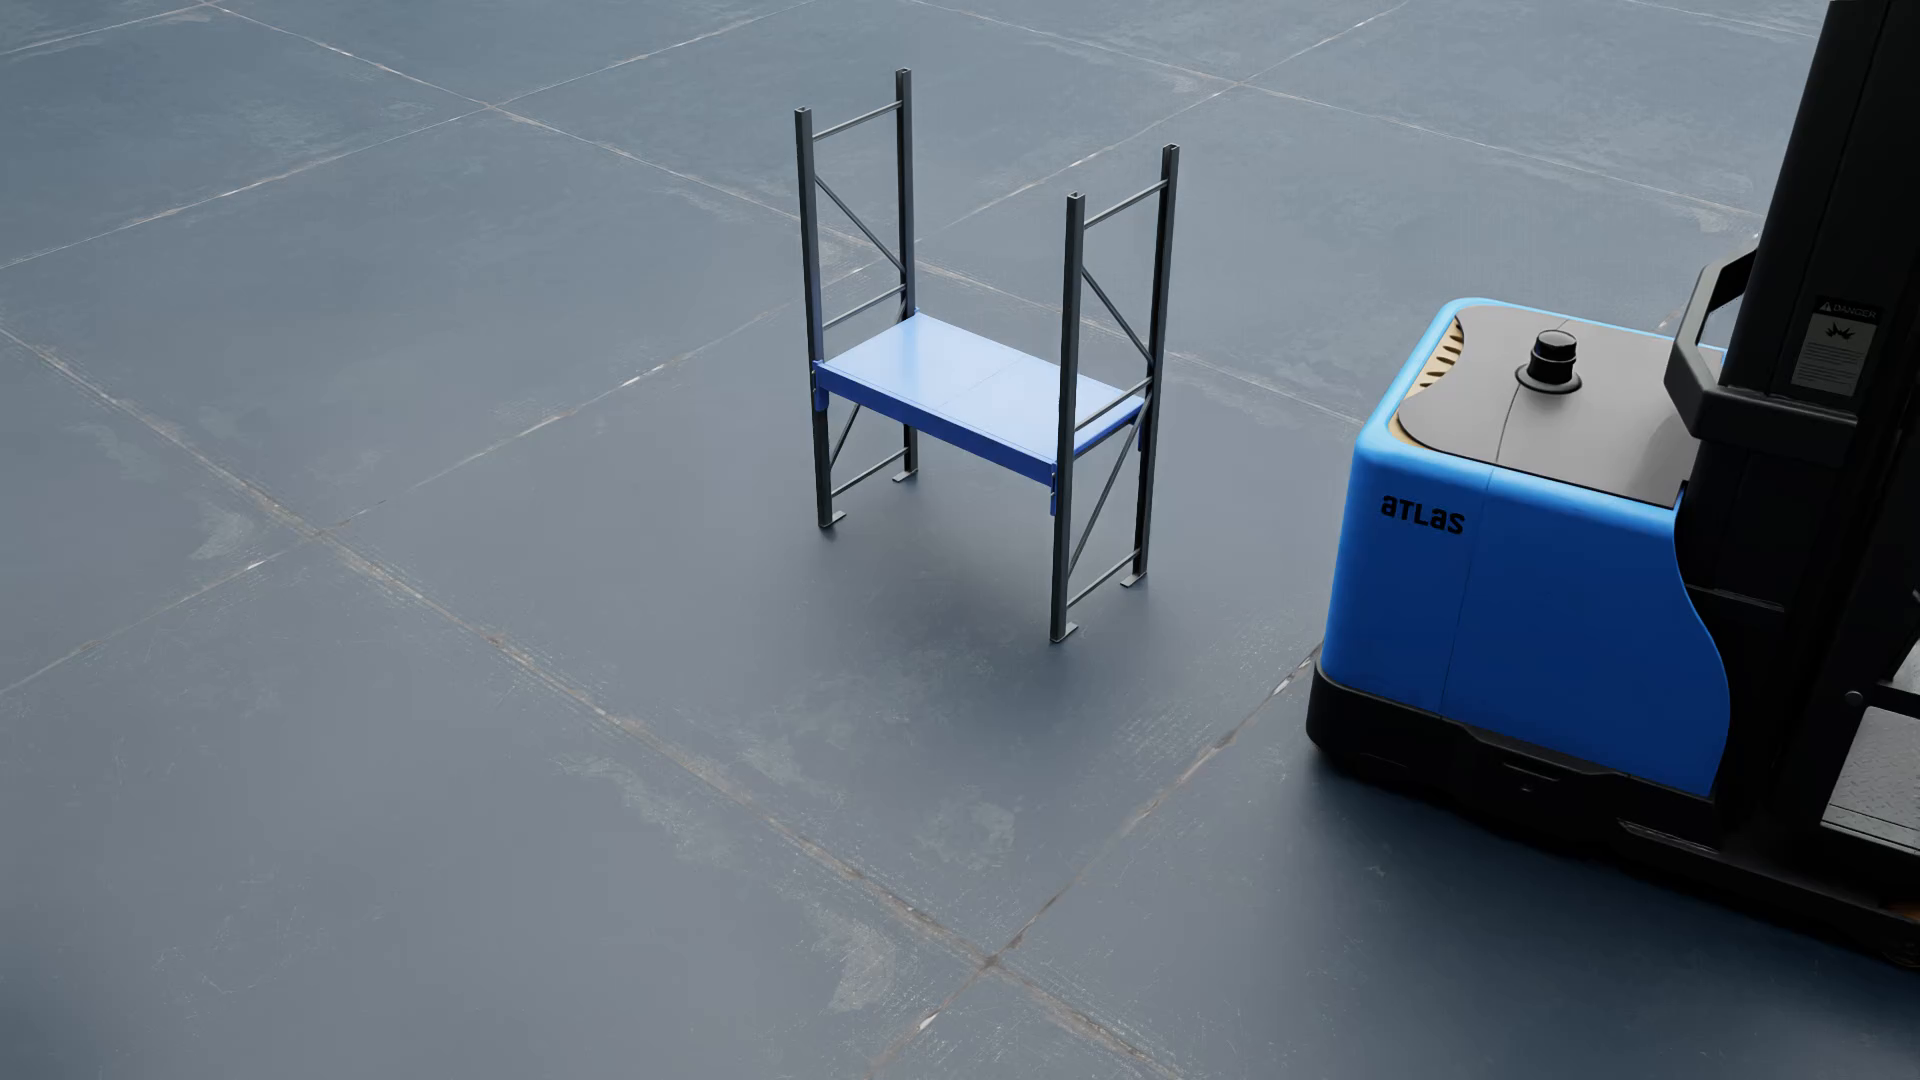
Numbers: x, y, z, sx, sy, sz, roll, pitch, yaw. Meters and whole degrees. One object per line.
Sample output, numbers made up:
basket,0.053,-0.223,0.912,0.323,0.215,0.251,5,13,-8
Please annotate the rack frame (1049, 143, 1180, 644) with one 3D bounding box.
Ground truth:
rack frame,0.456,-0.403,5.012,0.032,1.500,0.500,25,42,32

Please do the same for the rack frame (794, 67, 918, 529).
rack frame,-0.325,-0.771,5.549,0.032,1.500,0.500,25,42,32

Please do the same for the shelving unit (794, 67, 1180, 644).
shelving unit,0.066,-0.587,5.280,1.048,1.500,0.538,25,42,32

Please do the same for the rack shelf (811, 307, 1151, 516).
rack shelf,0.066,-0.439,5.382,1.000,0.185,0.538,25,42,32

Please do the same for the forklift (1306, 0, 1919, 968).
forklift,2.548,-0.428,3.784,3.031,2.935,1.130,17,38,23
